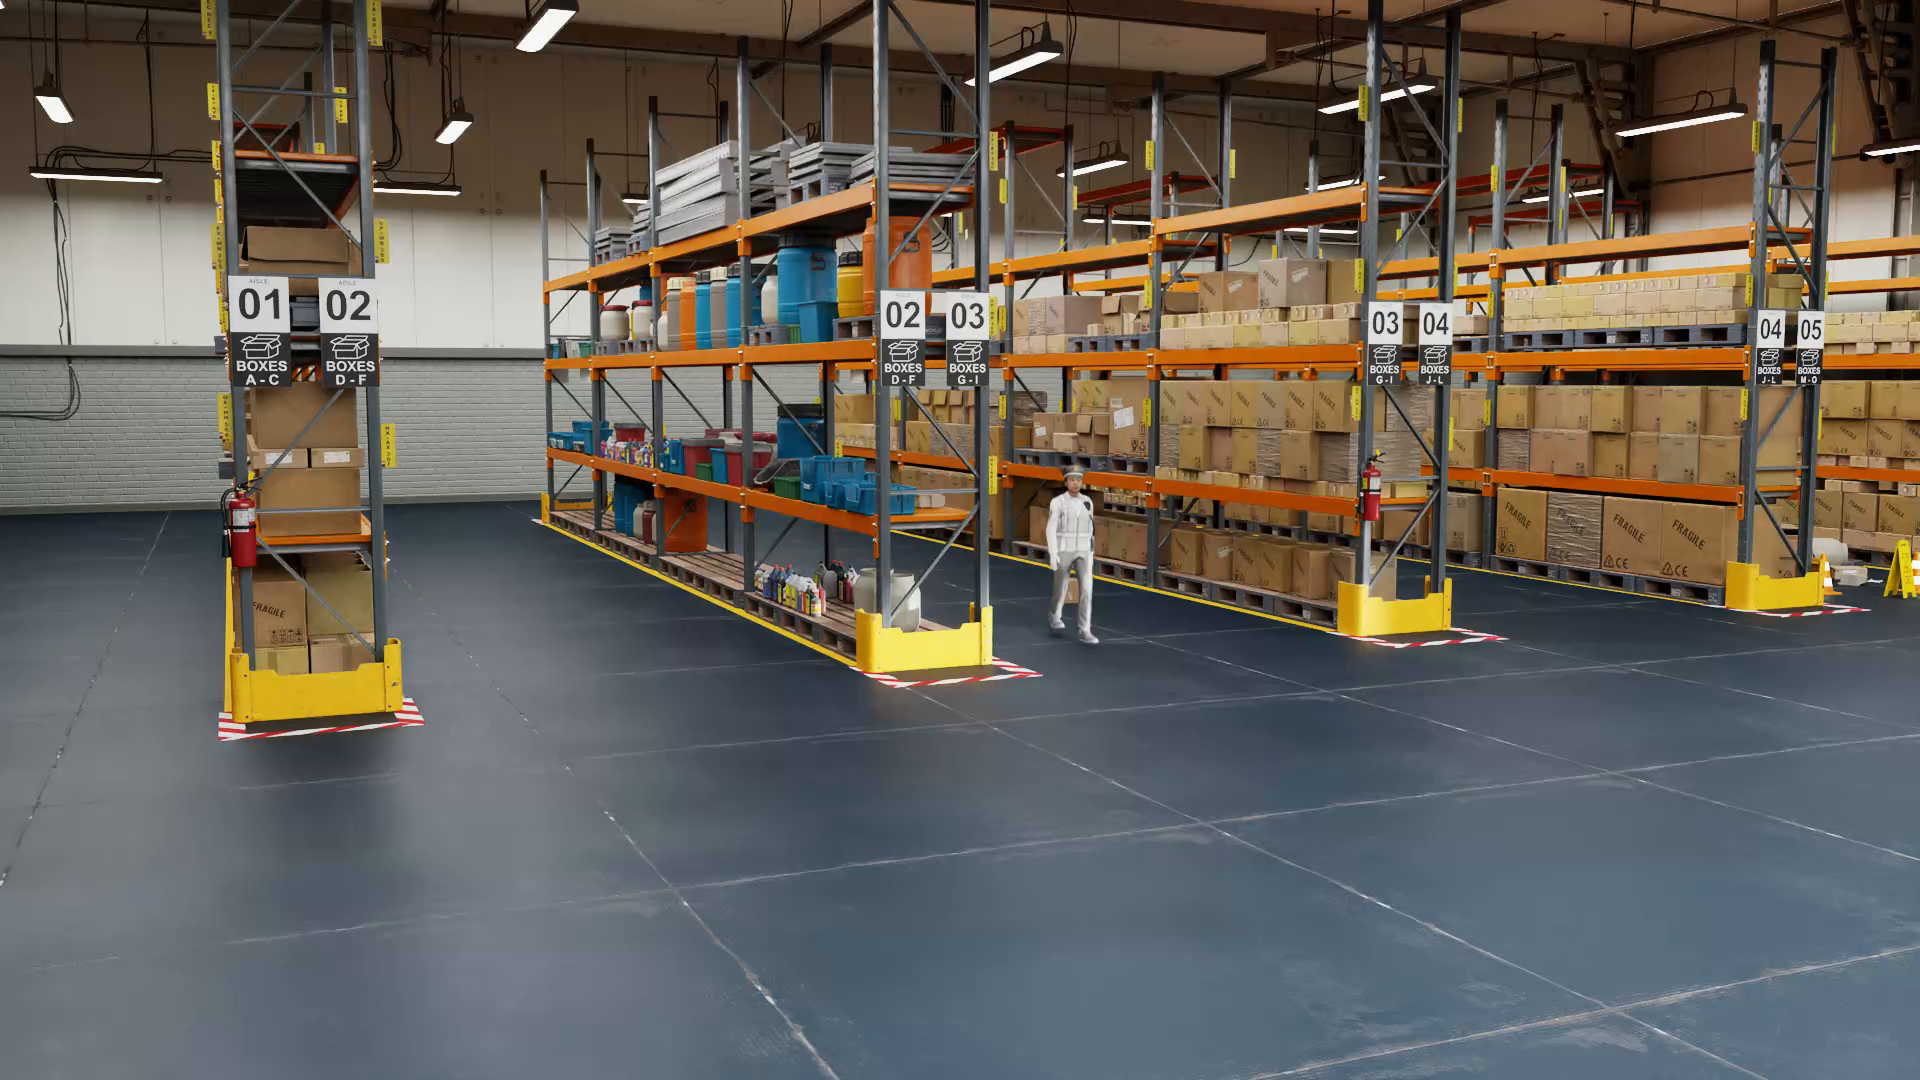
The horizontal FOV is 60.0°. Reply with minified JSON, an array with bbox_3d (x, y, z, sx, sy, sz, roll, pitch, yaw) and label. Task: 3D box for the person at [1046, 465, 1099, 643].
[{"bbox_3d":[1.048,0.109,15.651,0.503,1.642,0.962,-1,6,-12],"label":"person"}]
